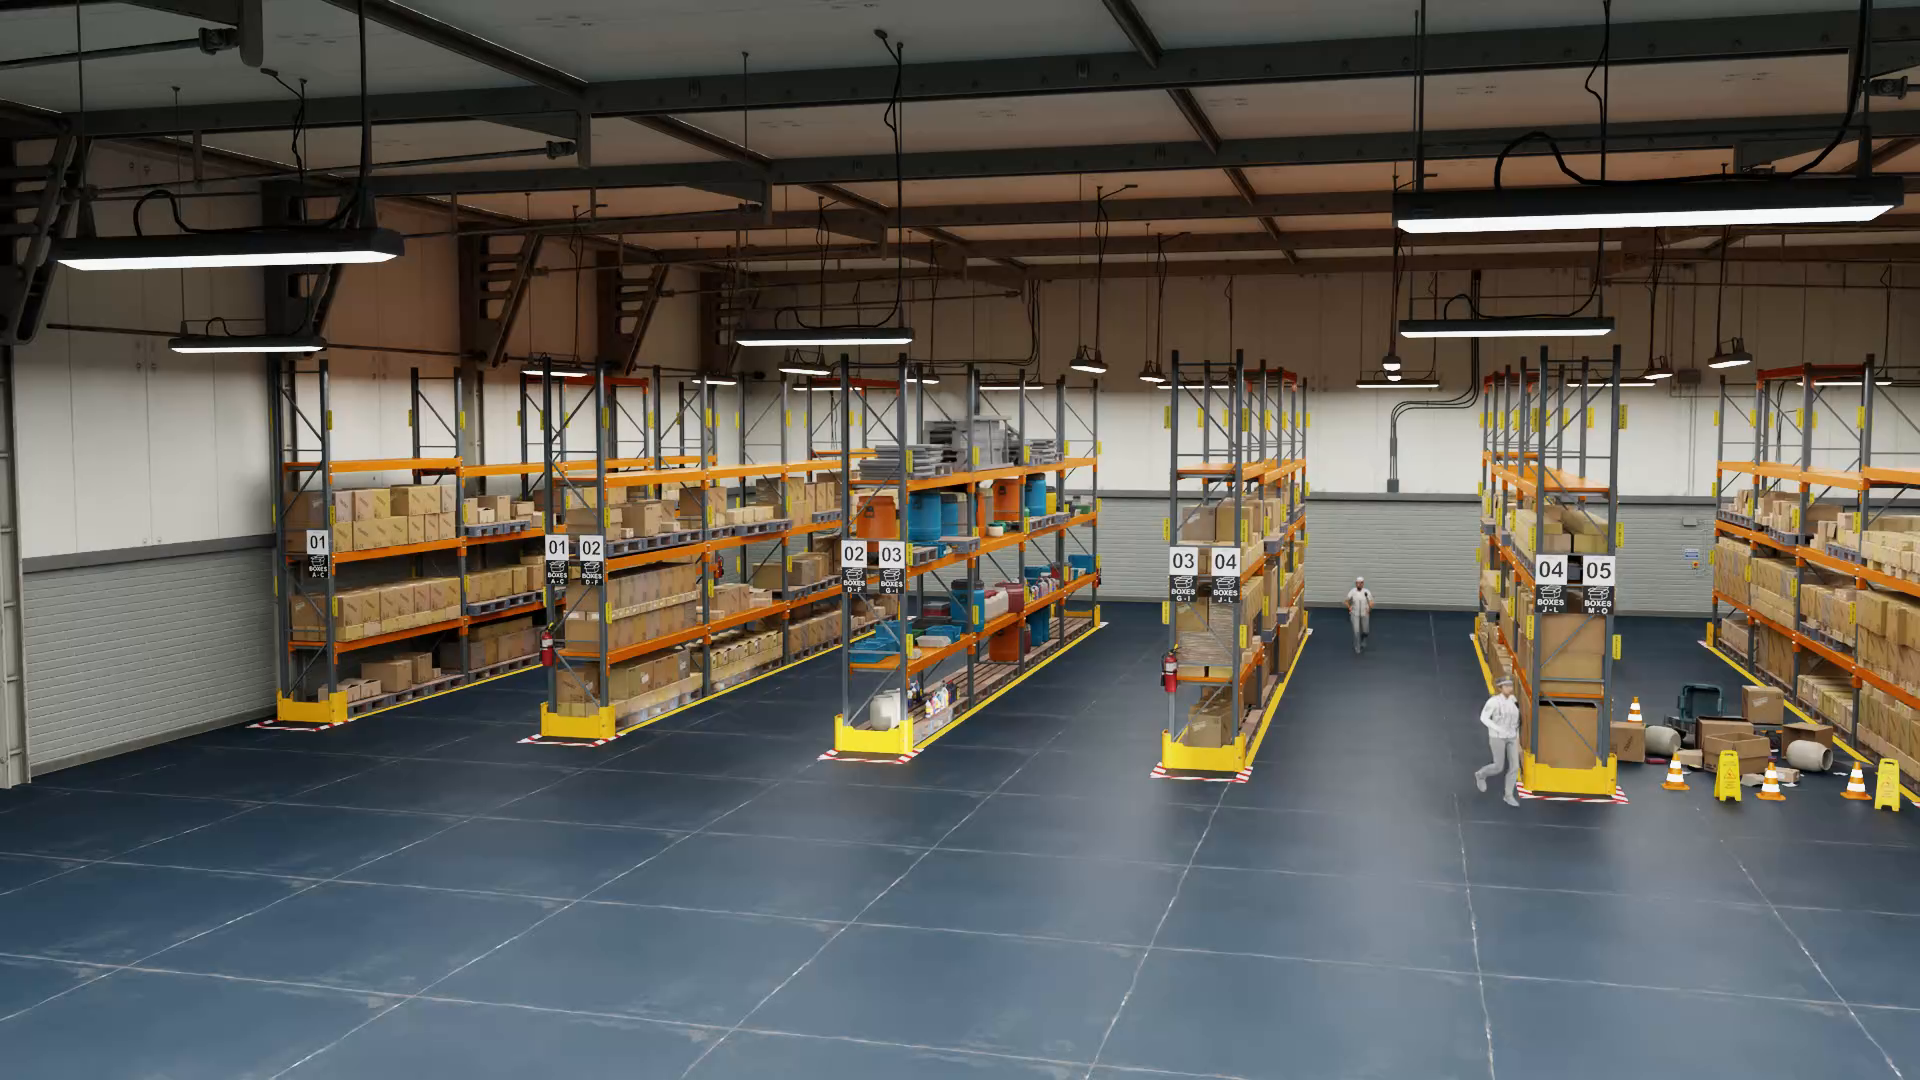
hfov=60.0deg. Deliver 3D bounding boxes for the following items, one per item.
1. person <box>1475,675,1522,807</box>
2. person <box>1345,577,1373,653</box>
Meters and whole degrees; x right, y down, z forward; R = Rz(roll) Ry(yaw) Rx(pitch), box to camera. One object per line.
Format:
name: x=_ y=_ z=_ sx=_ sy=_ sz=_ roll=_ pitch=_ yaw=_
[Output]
person: x=7.099 y=2.603 z=21.859 sx=0.638 sy=1.703 sz=0.734 roll=-2 pitch=5 yaw=-28
person: x=8.622 y=1.612 z=35.925 sx=0.605 sy=1.615 sz=0.559 roll=1 pitch=4 yaw=7
